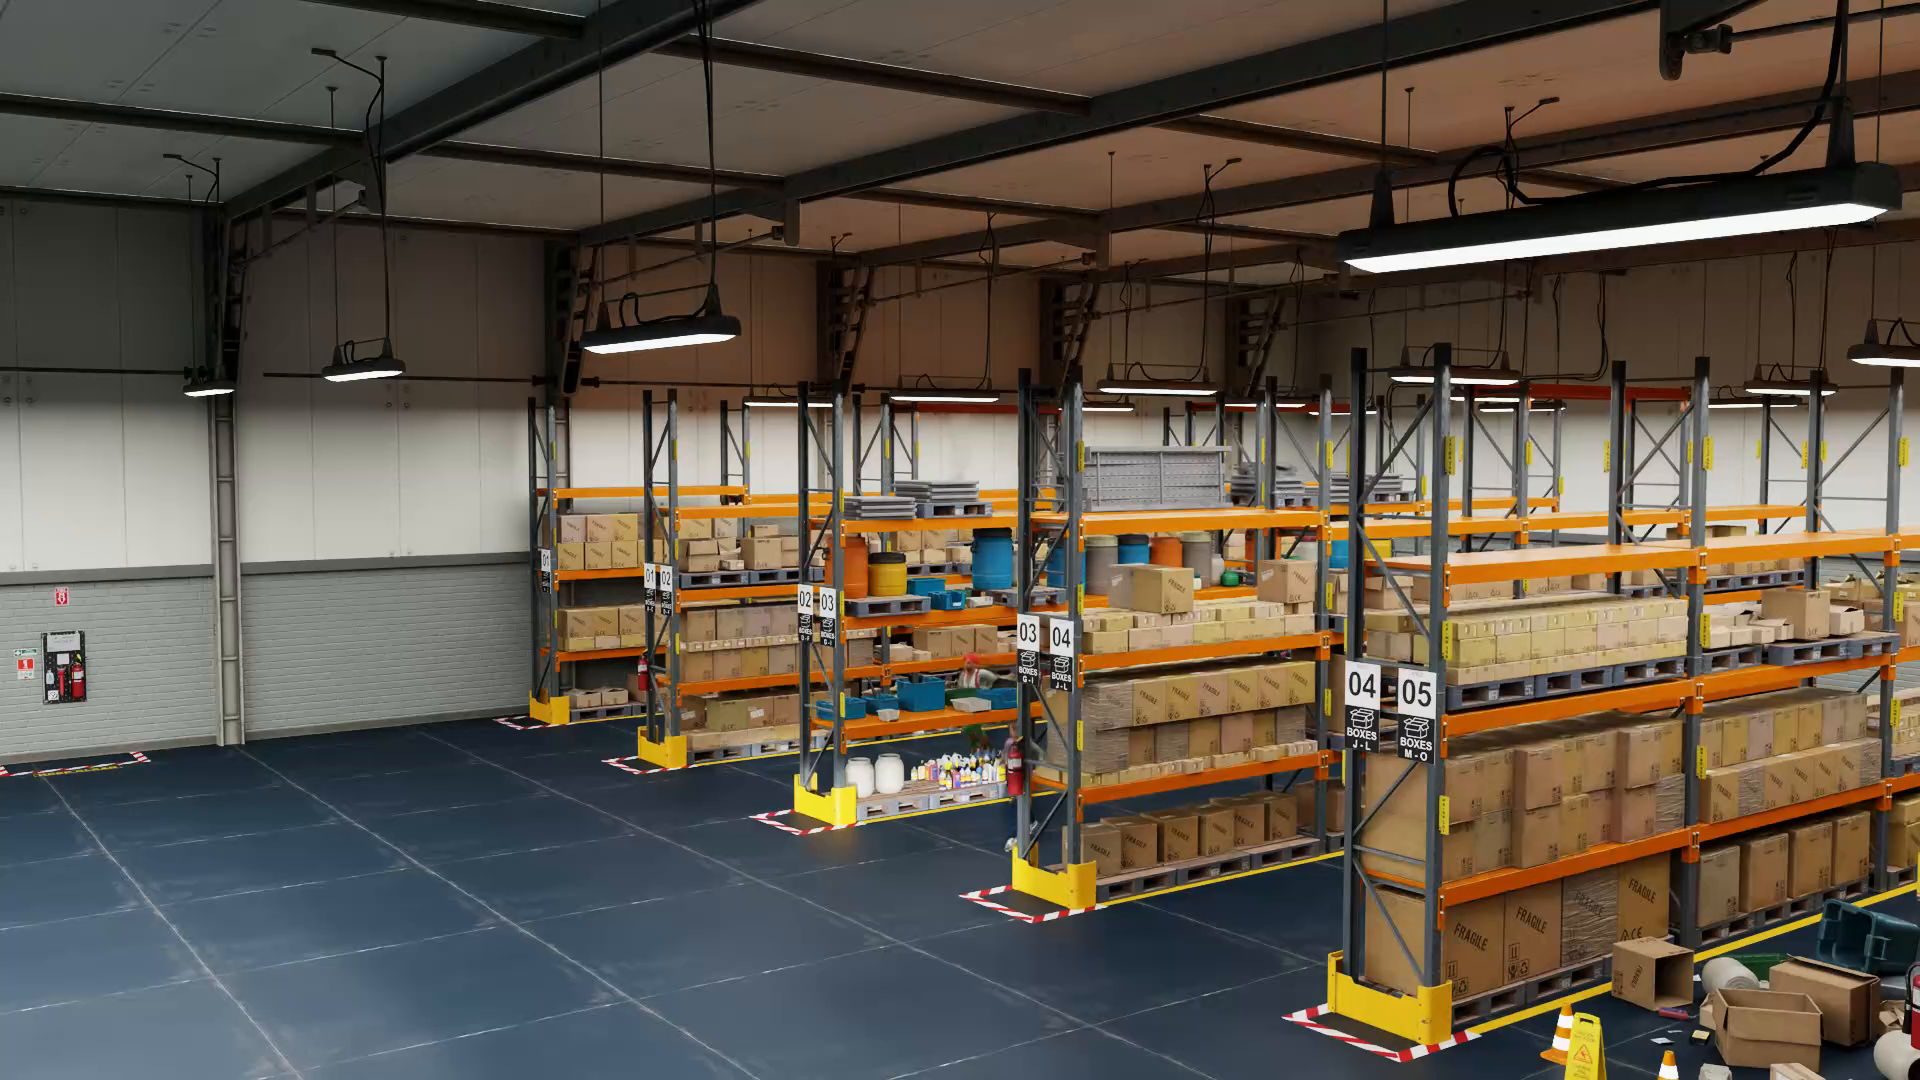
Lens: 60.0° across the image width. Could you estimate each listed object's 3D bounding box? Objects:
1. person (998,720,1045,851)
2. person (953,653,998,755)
[{"bbox_3d":[0.800,3.107,21.287,0.549,1.629,0.830,3,5,43],"label":"person"},{"bbox_3d":[0.249,2.688,26.697,0.808,1.746,0.697,-3,5,-45],"label":"person"}]
